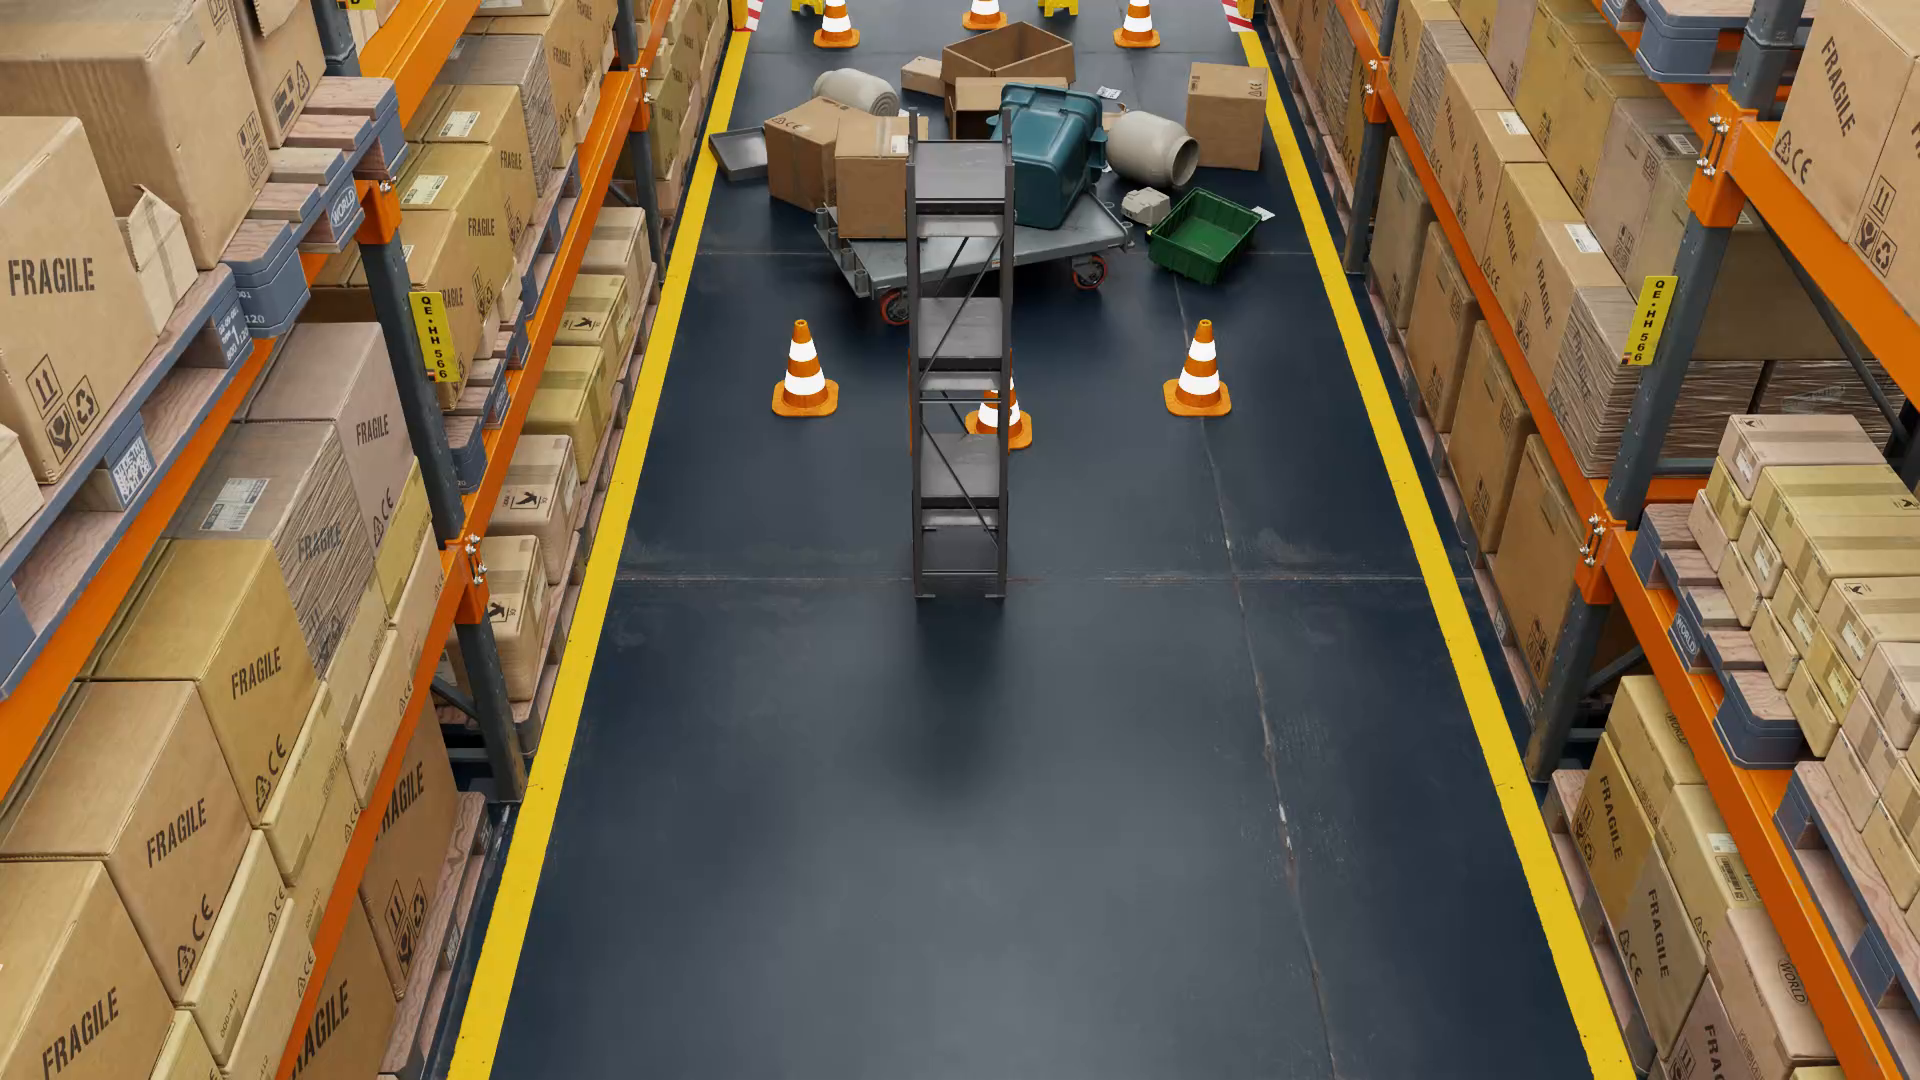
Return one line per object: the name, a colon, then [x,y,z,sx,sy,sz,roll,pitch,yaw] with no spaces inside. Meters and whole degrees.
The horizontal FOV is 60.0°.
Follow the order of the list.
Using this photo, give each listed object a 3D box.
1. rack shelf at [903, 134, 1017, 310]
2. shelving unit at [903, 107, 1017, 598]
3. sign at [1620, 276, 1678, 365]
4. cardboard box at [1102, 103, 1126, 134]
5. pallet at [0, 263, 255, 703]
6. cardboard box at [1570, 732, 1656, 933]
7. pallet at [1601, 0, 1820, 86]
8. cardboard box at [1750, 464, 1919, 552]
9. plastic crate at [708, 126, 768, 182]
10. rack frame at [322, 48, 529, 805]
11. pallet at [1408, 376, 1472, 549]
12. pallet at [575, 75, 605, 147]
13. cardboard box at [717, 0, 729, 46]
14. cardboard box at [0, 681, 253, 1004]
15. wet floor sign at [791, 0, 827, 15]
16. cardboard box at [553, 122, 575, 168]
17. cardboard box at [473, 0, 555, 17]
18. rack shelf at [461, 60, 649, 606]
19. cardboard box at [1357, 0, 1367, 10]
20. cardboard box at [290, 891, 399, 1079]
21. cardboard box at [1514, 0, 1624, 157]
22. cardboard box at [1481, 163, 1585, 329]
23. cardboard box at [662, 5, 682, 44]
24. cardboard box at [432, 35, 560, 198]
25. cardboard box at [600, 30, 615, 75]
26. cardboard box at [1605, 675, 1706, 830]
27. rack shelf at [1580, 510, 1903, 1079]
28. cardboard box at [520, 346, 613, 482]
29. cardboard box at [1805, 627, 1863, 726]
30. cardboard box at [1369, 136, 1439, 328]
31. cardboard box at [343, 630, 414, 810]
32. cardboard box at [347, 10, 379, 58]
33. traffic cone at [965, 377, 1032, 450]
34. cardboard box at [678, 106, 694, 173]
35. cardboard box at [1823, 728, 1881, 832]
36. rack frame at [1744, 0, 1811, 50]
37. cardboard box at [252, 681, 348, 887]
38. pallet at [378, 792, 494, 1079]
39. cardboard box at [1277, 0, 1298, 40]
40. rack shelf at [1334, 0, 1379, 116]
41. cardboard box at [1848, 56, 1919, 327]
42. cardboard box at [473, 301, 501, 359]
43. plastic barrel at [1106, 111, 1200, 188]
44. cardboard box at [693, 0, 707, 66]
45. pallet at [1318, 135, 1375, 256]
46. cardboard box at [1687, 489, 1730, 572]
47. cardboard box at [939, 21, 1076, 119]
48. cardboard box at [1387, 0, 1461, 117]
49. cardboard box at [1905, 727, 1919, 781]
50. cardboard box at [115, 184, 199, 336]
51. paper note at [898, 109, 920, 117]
rack shelf: [0.000,-1.251,6.535,0.431,0.518,0.480,0,39,0]
shelving unit: [0.000,-0.716,6.964,0.431,2.100,0.503,0,39,0]
sign: [2.193,-0.696,5.294,0.100,0.325,0.005,0,39,0]
cardboard box: [0.900,-2.755,10.975,0.396,0.266,0.258,6,39,8]
pallet: [-2.144,-0.175,3.322,1.003,0.211,1.213,2,39,2]
cardboard box: [2.494,1.007,5.757,0.500,0.500,0.500,-2,39,-2]
pallet: [2.694,-1.746,5.283,1.213,0.211,1.003,2,39,2]
cardboard box: [2.558,-0.088,4.850,0.380,0.149,0.250,-1,39,-1]
plastic crate: [-1.388,-2.524,10.836,0.402,0.080,0.583,-13,40,-16]
rack frame: [-2.202,-0.180,5.576,1.000,3.000,0.127,0,39,0]
pallet: [2.824,-0.413,8.096,1.003,0.211,1.213,0,39,0]
pallet: [-2.351,-2.128,8.161,1.003,0.211,1.213,0,39,0]
cardboard box: [-1.941,-3.753,11.898,0.500,0.250,0.500,0,39,0]
cardboard box: [-1.944,0.662,3.646,0.500,0.500,0.500,-1,39,-1]
wet floor sign: [-1.141,-4.384,12.704,0.267,0.644,0.232,13,40,15]
cardboard box: [-1.943,-1.788,7.447,0.380,0.149,0.250,0,39,0]
cardboard box: [-1.943,-2.363,7.127,0.380,0.149,0.250,-2,39,-2]
rack shelf: [-2.204,-1.150,7.362,1.077,0.370,4.000,0,39,0]
cardboard box: [2.708,-3.381,9.451,0.875,0.550,0.550,0,39,0]
cardboard box: [-2.287,1.475,4.874,0.875,0.875,0.875,0,39,1]
cardboard box: [2.752,-1.913,6.859,0.700,0.500,0.500,0,39,0]
cardboard box: [2.479,-1.192,6.759,0.500,0.500,0.500,-1,39,-1]
cardboard box: [-1.880,-3.087,9.948,0.380,0.149,0.250,1,39,2]
cardboard box: [-1.979,-1.751,6.883,0.500,0.500,0.500,-1,39,-2]
cardboard box: [-1.930,-2.426,8.243,0.380,0.149,0.250,0,39,1]
cardboard box: [2.507,0.704,5.537,0.500,0.250,0.500,-2,39,-2]
rack shelf: [2.750,1.285,4.324,1.077,0.370,4.000,0,39,0]
cardboard box: [-2.197,-0.607,7.875,0.950,0.372,0.625,1,39,1]
cardboard box: [2.554,0.368,4.519,0.380,0.149,0.250,0,39,0]
cardboard box: [2.834,-1.646,8.869,1.050,0.750,0.750,0,39,0]
cardboard box: [-1.925,0.514,4.830,0.500,0.250,0.500,1,39,1]
cardboard box: [-2.033,-1.655,5.125,0.396,0.266,0.258,0,39,0]
traffic cone: [0.195,-0.736,8.299,0.336,0.463,0.334,0,39,0]
cardboard box: [-1.949,-2.475,10.303,0.500,0.250,0.500,2,39,3]
cardboard box: [2.552,0.639,4.419,0.380,0.149,0.250,1,39,1]
rack frame: [2.748,-2.588,3.783,1.000,3.000,0.127,0,39,0]
cardboard box: [-1.922,0.627,4.289,0.500,0.250,0.500,-1,39,-1]
pallet: [-2.276,1.401,5.833,1.003,0.211,1.213,0,39,0]
cardboard box: [2.806,-4.160,11.906,0.875,0.875,0.875,0,39,0]
rack shelf: [2.741,-3.718,10.566,1.077,0.370,4.000,0,39,0]
cardboard box: [2.490,-0.786,3.854,0.500,0.500,0.500,0,39,0]
cardboard box: [-1.937,-0.797,6.211,0.380,0.149,0.250,-2,39,-3]
plastic barrel: [1.208,-2.451,10.470,0.512,0.421,0.421,28,46,30]
cardboard box: [-1.952,-3.424,10.887,0.500,0.500,0.500,-1,39,-1]
pallet: [2.821,-2.136,10.246,1.003,0.211,1.213,0,39,0]
cardboard box: [2.547,-0.033,5.257,0.380,0.149,0.250,-1,39,-1]
cardboard box: [0.323,-3.112,11.231,0.797,0.503,0.637,-28,46,-30]
cardboard box: [2.475,-2.458,8.339,0.500,0.500,0.500,0,39,0]
cardboard box: [2.558,0.566,4.034,0.380,0.149,0.250,1,39,1]
cardboard box: [-1.850,-0.601,3.474,0.396,0.266,0.258,-1,39,-1]
paper note: [-0.369,-2.899,11.352,0.148,0.019,0.142,13,40,15]
